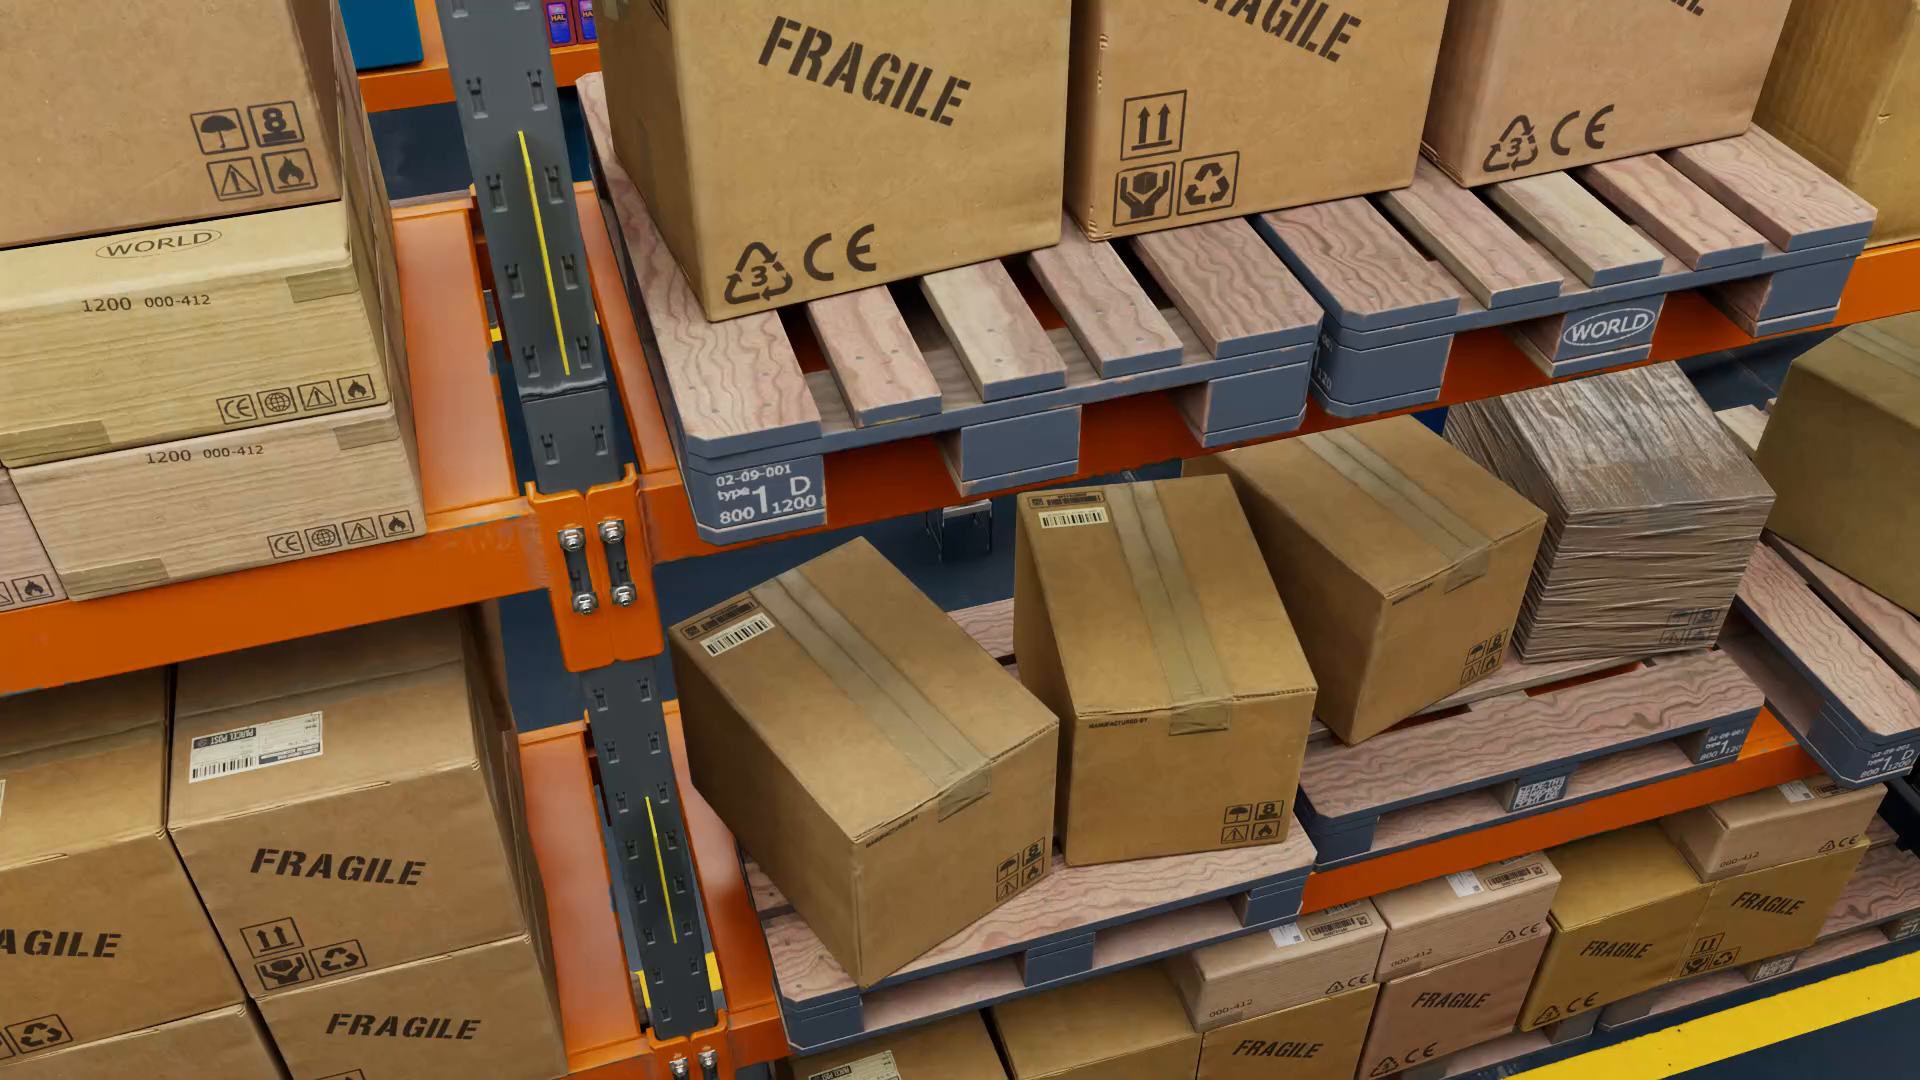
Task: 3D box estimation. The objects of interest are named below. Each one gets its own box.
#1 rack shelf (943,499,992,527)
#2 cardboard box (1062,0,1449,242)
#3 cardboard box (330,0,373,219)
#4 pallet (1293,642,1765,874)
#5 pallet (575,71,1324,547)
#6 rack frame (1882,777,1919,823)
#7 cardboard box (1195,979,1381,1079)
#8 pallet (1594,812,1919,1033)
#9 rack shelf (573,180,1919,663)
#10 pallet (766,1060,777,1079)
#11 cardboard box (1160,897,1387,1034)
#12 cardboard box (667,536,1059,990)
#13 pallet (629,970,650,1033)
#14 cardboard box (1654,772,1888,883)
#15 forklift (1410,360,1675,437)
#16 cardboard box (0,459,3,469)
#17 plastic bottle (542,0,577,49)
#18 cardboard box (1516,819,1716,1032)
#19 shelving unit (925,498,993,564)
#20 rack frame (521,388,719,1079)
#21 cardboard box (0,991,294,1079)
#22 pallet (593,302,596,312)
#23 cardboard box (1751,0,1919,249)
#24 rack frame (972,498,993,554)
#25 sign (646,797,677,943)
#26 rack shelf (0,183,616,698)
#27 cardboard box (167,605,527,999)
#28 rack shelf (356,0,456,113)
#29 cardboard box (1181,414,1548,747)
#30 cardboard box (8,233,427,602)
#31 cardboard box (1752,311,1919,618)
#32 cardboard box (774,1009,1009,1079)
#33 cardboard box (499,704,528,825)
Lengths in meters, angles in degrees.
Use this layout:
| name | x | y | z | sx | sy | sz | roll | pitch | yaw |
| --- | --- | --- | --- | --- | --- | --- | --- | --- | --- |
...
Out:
| name | x | y | z | sx | sy | sz | roll | pitch | yaw |
| --- | --- | --- | --- | --- | --- | --- | --- | --- | --- |
| rack shelf | -0.008 | -0.177 | 6.592 | 0.200 | 0.077 | 0.258 | -12 | 42 | -13 |
| cardboard box | 0.405 | -0.958 | 2.815 | 0.600 | 0.600 | 0.600 | -12 | 43 | -14 |
| cardboard box | -1.266 | -0.716 | 2.744 | 0.500 | 0.250 | 0.500 | -12 | 42 | -13 |
| pallet | 1.234 | 0.274 | 4.303 | 1.213 | 0.211 | 1.003 | -12 | 42 | -13 |
| pallet | -0.085 | -0.539 | 2.950 | 1.003 | 0.211 | 1.213 | -12 | 42 | -13 |
| rack frame | 3.087 | -0.186 | 4.683 | 0.127 | 3.000 | 1.000 | -12 | 42 | -13 |
| cardboard box | 0.791 | 1.231 | 4.626 | 0.500 | 0.500 | 0.500 | -11 | 42 | -13 |
| pallet | 2.364 | 0.988 | 5.458 | 1.213 | 0.211 | 1.003 | -12 | 42 | -13 |
| rack shelf | 1.180 | -0.649 | 3.480 | 4.000 | 0.370 | 1.077 | -12 | 42 | -13 |
| pallet | 0.037 | 1.471 | 4.906 | 1.213 | 0.211 | 1.003 | -12 | 42 | -13 |
| cardboard box | 0.761 | 0.958 | 4.369 | 0.500 | 0.250 | 0.500 | -12 | 42 | -13 |
| cardboard box | -0.209 | 0.456 | 3.553 | 0.500 | 0.500 | 0.700 | -26 | 48 | -27 |
| pallet | -1.383 | 1.790 | 4.541 | 1.213 | 0.211 | 1.003 | -12 | 42 | -13 |
| cardboard box | 2.213 | 0.654 | 4.718 | 0.500 | 0.250 | 0.500 | -10 | 42 | -11 |
| forklift | 2.404 | -1.802 | 6.585 | 3.031 | 2.935 | 1.130 | -16 | 44 | -18 |
| cardboard box | -1.588 | -0.293 | 2.260 | 0.500 | 0.250 | 0.500 | -12 | 42 | -13 |
| plastic bottle | -1.734 | -2.265 | 7.152 | 0.133 | 0.283 | 0.061 | -12 | 42 | -13 |
| cardboard box | 1.772 | 1.024 | 4.863 | 0.500 | 0.500 | 0.500 | -13 | 43 | -15 |
| shelving unit | -0.008 | -0.337 | 6.452 | 0.210 | 0.900 | 0.258 | -12 | 42 | -13 |
| rack frame | -0.728 | 0.605 | 3.778 | 0.127 | 3.000 | 1.000 | -12 | 42 | -13 |
| cardboard box | -1.619 | 0.930 | 3.330 | 0.500 | 0.500 | 0.500 | -11 | 42 | -12 |
| pallet | -1.464 | -1.581 | 8.399 | 1.213 | 0.211 | 1.003 | -12 | 42 | -13 |
| cardboard box | 1.699 | -1.042 | 3.307 | 0.500 | 0.500 | 0.910 | -12 | 42 | -13 |
| rack frame | 0.089 | -0.357 | 6.475 | 0.006 | 0.900 | 0.240 | -12 | 42 | -13 |
| sign | -0.558 | 0.618 | 3.105 | 0.005 | 0.325 | 0.100 | -12 | 42 | -13 |
| rack shelf | -2.635 | 0.141 | 2.575 | 4.000 | 0.370 | 1.077 | -12 | 42 | -13 |
| cardboard box | -1.132 | 0.453 | 3.116 | 0.500 | 0.500 | 0.500 | -11 | 42 | -13 |
| rack shelf | -4.120 | -1.838 | 7.121 | 4.000 | 0.370 | 1.077 | -12 | 42 | -13 |
| cardboard box | 0.939 | 0.021 | 4.051 | 0.500 | 0.500 | 0.700 | -22 | 46 | -24 |
| cardboard box | -1.112 | -0.205 | 2.539 | 0.500 | 0.250 | 0.500 | -12 | 42 | -13 |
| cardboard box | 2.521 | -0.186 | 4.288 | 0.500 | 0.500 | 0.700 | -26 | 48 | -27 |
| cardboard box | -0.193 | 1.438 | 4.390 | 0.500 | 0.500 | 0.500 | -14 | 43 | -15 |
| cardboard box | -1.296 | 0.497 | 3.825 | 0.500 | 0.500 | 0.500 | -11 | 42 | -12 |
